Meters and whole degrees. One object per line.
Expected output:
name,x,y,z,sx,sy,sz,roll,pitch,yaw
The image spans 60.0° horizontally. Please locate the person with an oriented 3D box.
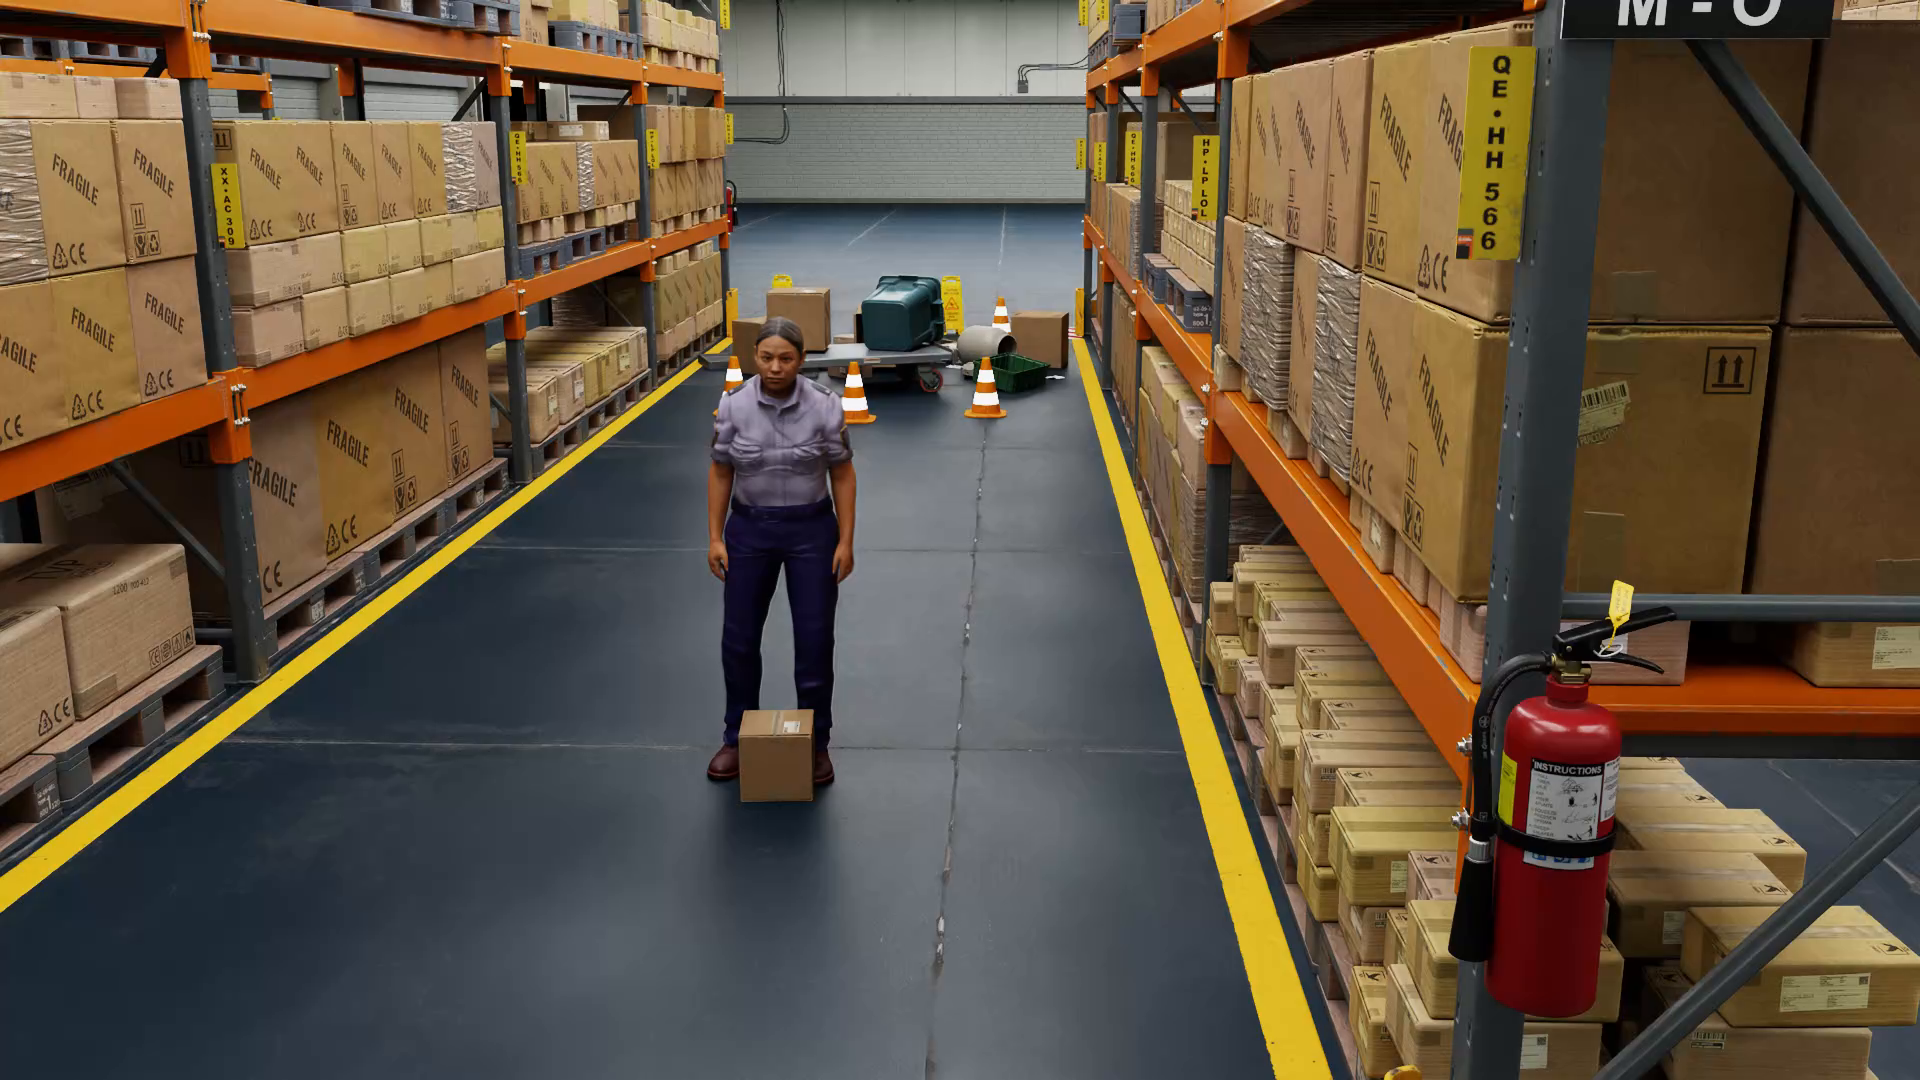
person,-0.642,0.028,5.903,0.545,1.651,0.414,0,14,1
